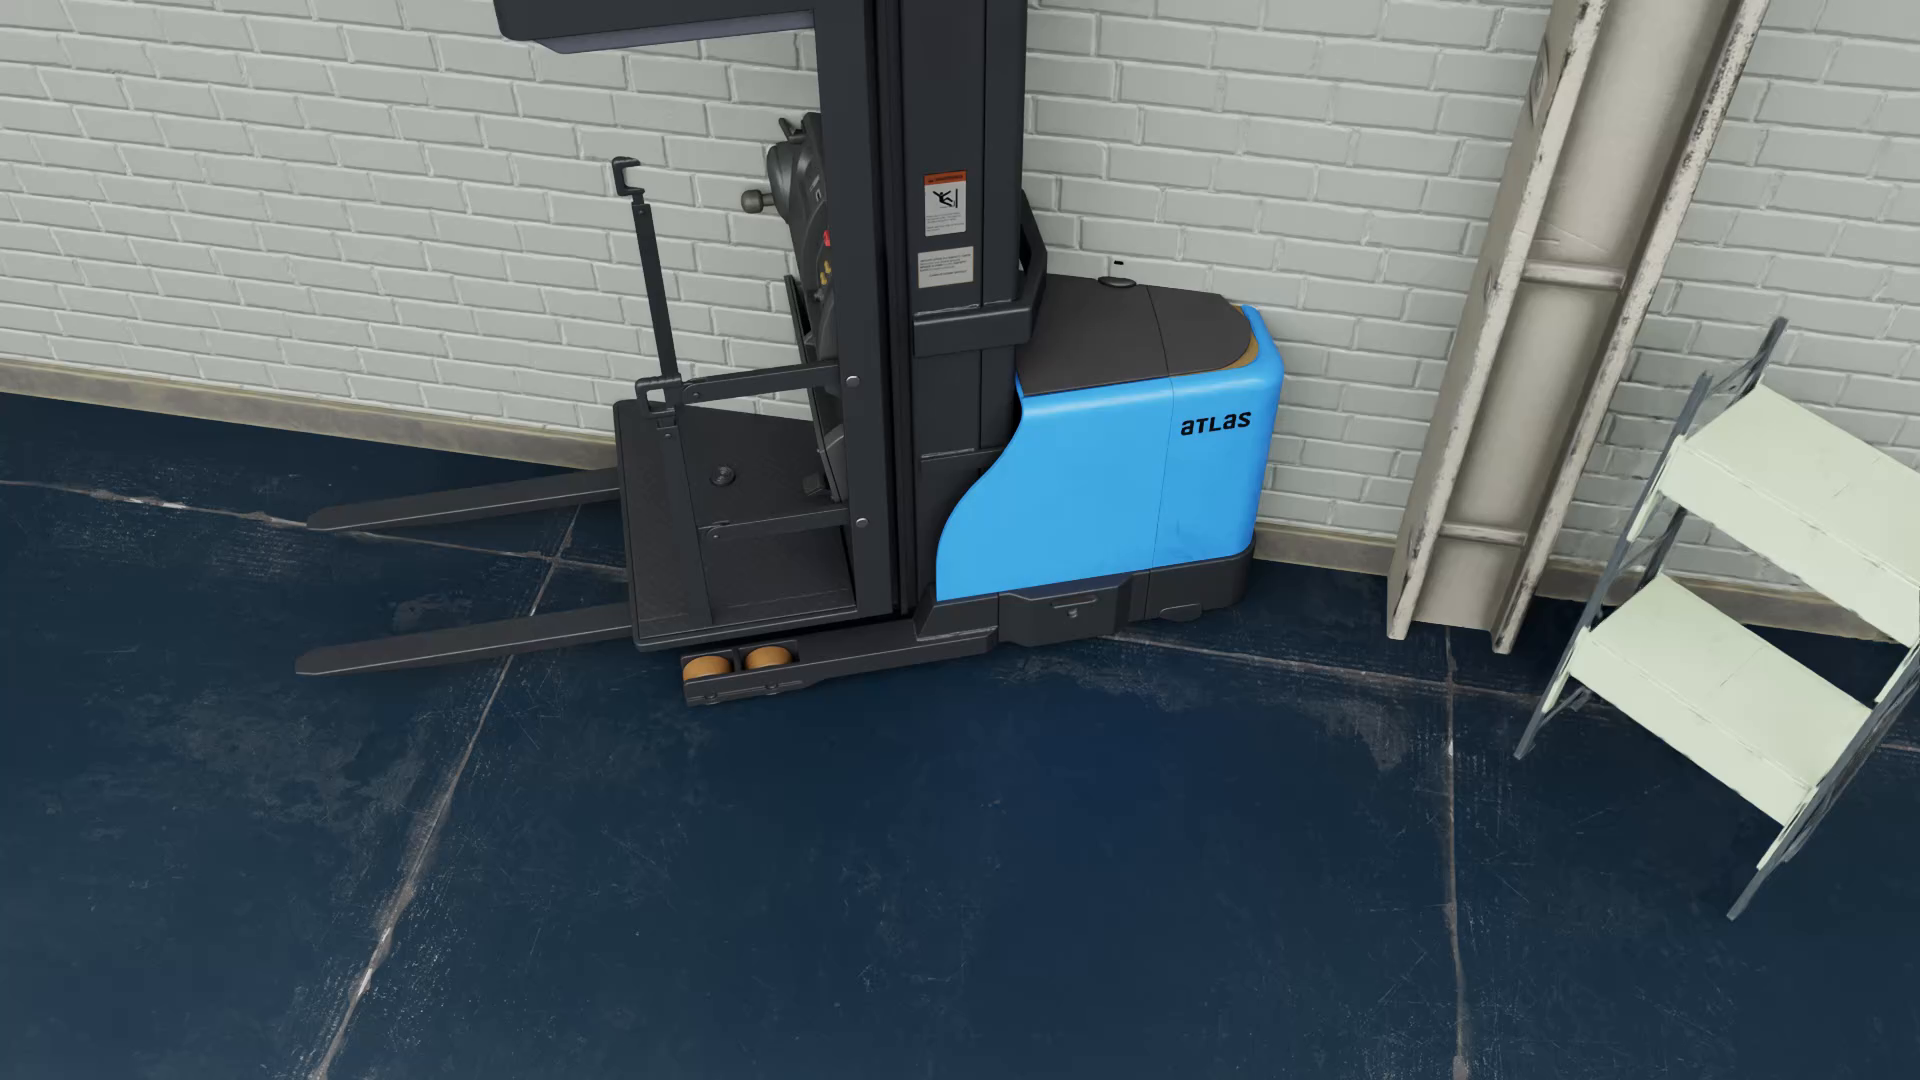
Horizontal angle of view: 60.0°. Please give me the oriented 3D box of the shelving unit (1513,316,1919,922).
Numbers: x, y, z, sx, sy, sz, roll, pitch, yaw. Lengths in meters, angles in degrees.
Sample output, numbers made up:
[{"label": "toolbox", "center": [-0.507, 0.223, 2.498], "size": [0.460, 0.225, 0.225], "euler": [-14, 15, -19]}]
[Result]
[{"label": "shelving unit", "center": [2.146, 0.256, 4.486], "size": [0.431, 1.500, 0.755], "euler": [-30, 55, -31]}]

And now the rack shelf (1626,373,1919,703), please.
[{"label": "rack shelf", "center": [2.173, -0.021, 4.212], "size": [0.431, 0.370, 0.720], "euler": [-30, 55, -31]}]

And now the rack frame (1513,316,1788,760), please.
[{"label": "rack frame", "center": [1.903, 0.051, 4.669], "size": [0.400, 1.500, 0.023], "euler": [-30, 55, -31]}]

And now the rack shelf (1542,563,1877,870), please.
[{"label": "rack shelf", "center": [2.123, 0.487, 4.716], "size": [0.431, 0.370, 0.720], "euler": [-30, 55, -31]}]

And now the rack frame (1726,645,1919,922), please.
[{"label": "rack frame", "center": [2.388, 0.460, 4.304], "size": [0.400, 1.500, 0.023], "euler": [-30, 55, -31]}]

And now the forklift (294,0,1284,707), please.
[{"label": "forklift", "center": [-0.616, -0.888, 4.577], "size": [3.031, 2.935, 1.130], "euler": [-9, 49, -8]}]
